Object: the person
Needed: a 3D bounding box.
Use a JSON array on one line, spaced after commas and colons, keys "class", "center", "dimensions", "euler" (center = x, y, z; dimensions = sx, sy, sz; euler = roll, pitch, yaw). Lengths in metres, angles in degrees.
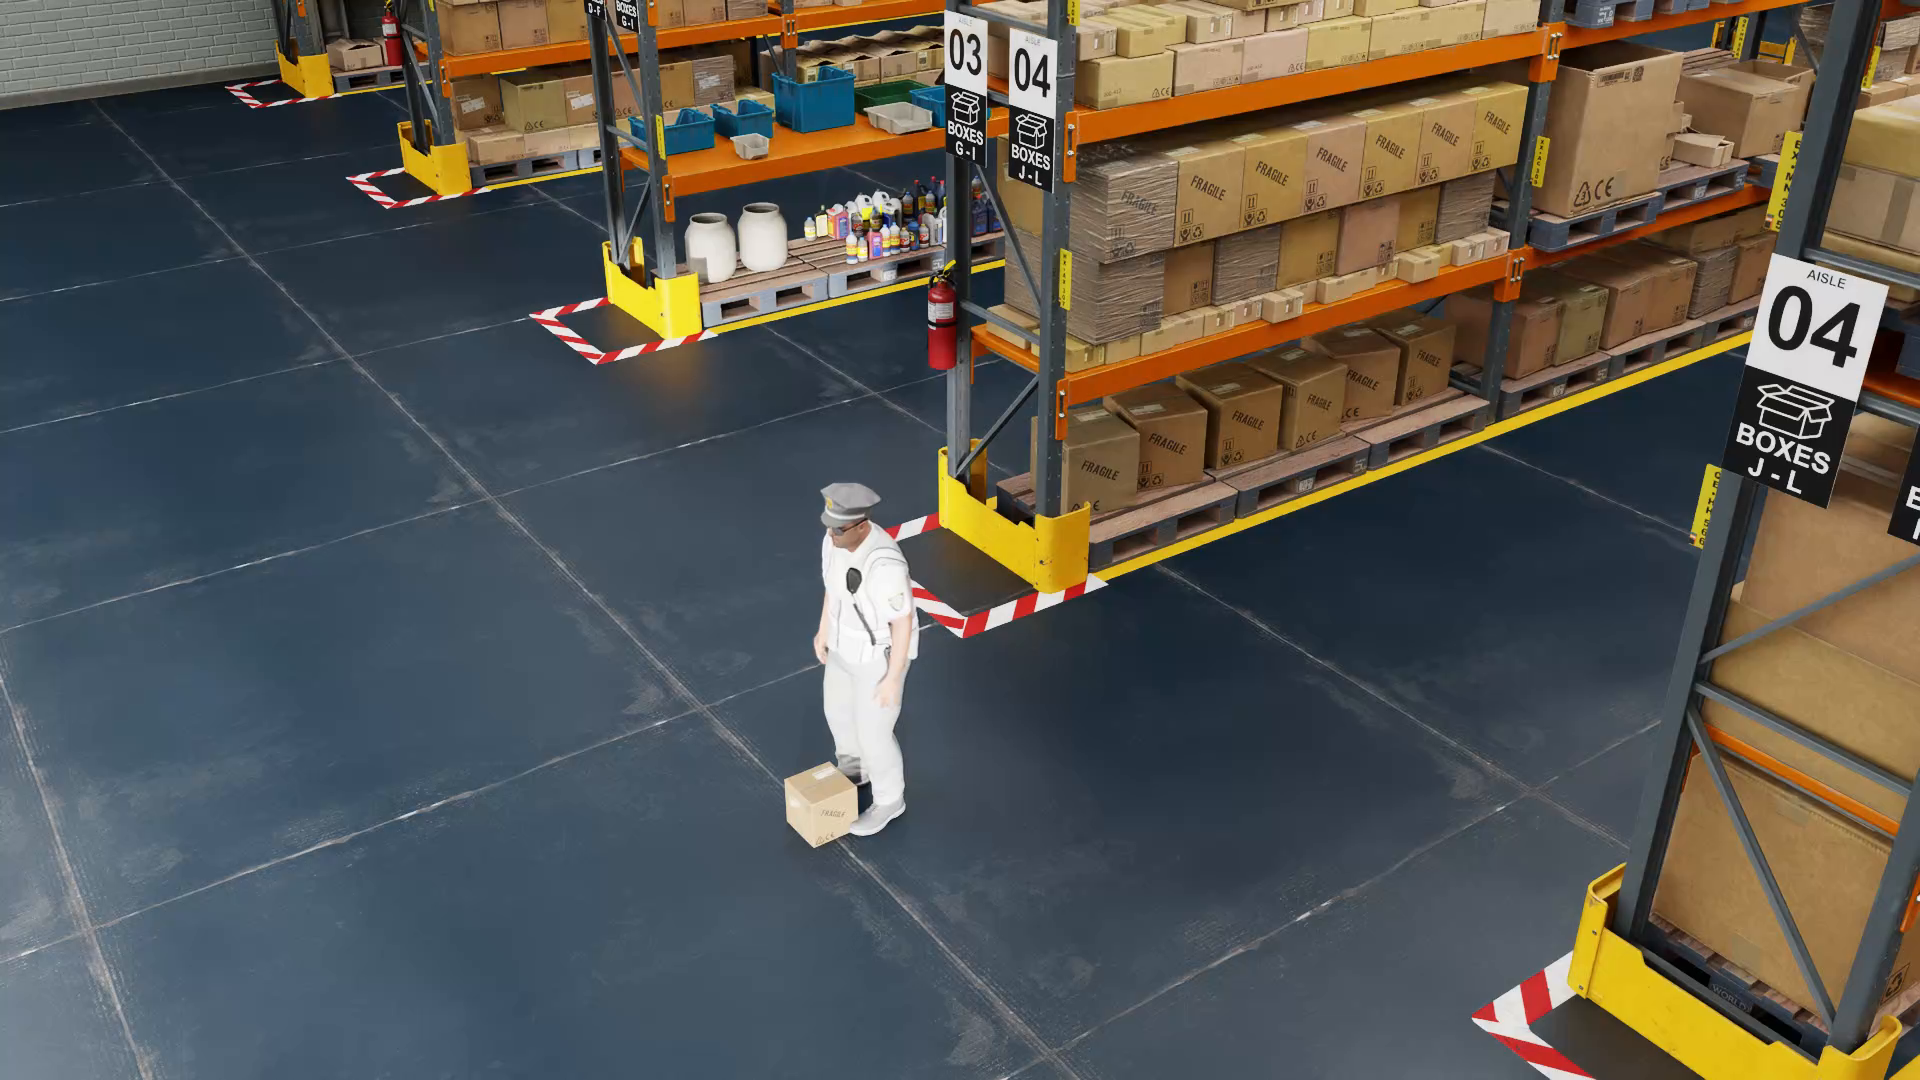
[{"class": "person", "center": [-0.432, 0.515, 7.662], "dimensions": [0.427, 1.750, 0.602], "euler": [-20, 34, -33]}]
